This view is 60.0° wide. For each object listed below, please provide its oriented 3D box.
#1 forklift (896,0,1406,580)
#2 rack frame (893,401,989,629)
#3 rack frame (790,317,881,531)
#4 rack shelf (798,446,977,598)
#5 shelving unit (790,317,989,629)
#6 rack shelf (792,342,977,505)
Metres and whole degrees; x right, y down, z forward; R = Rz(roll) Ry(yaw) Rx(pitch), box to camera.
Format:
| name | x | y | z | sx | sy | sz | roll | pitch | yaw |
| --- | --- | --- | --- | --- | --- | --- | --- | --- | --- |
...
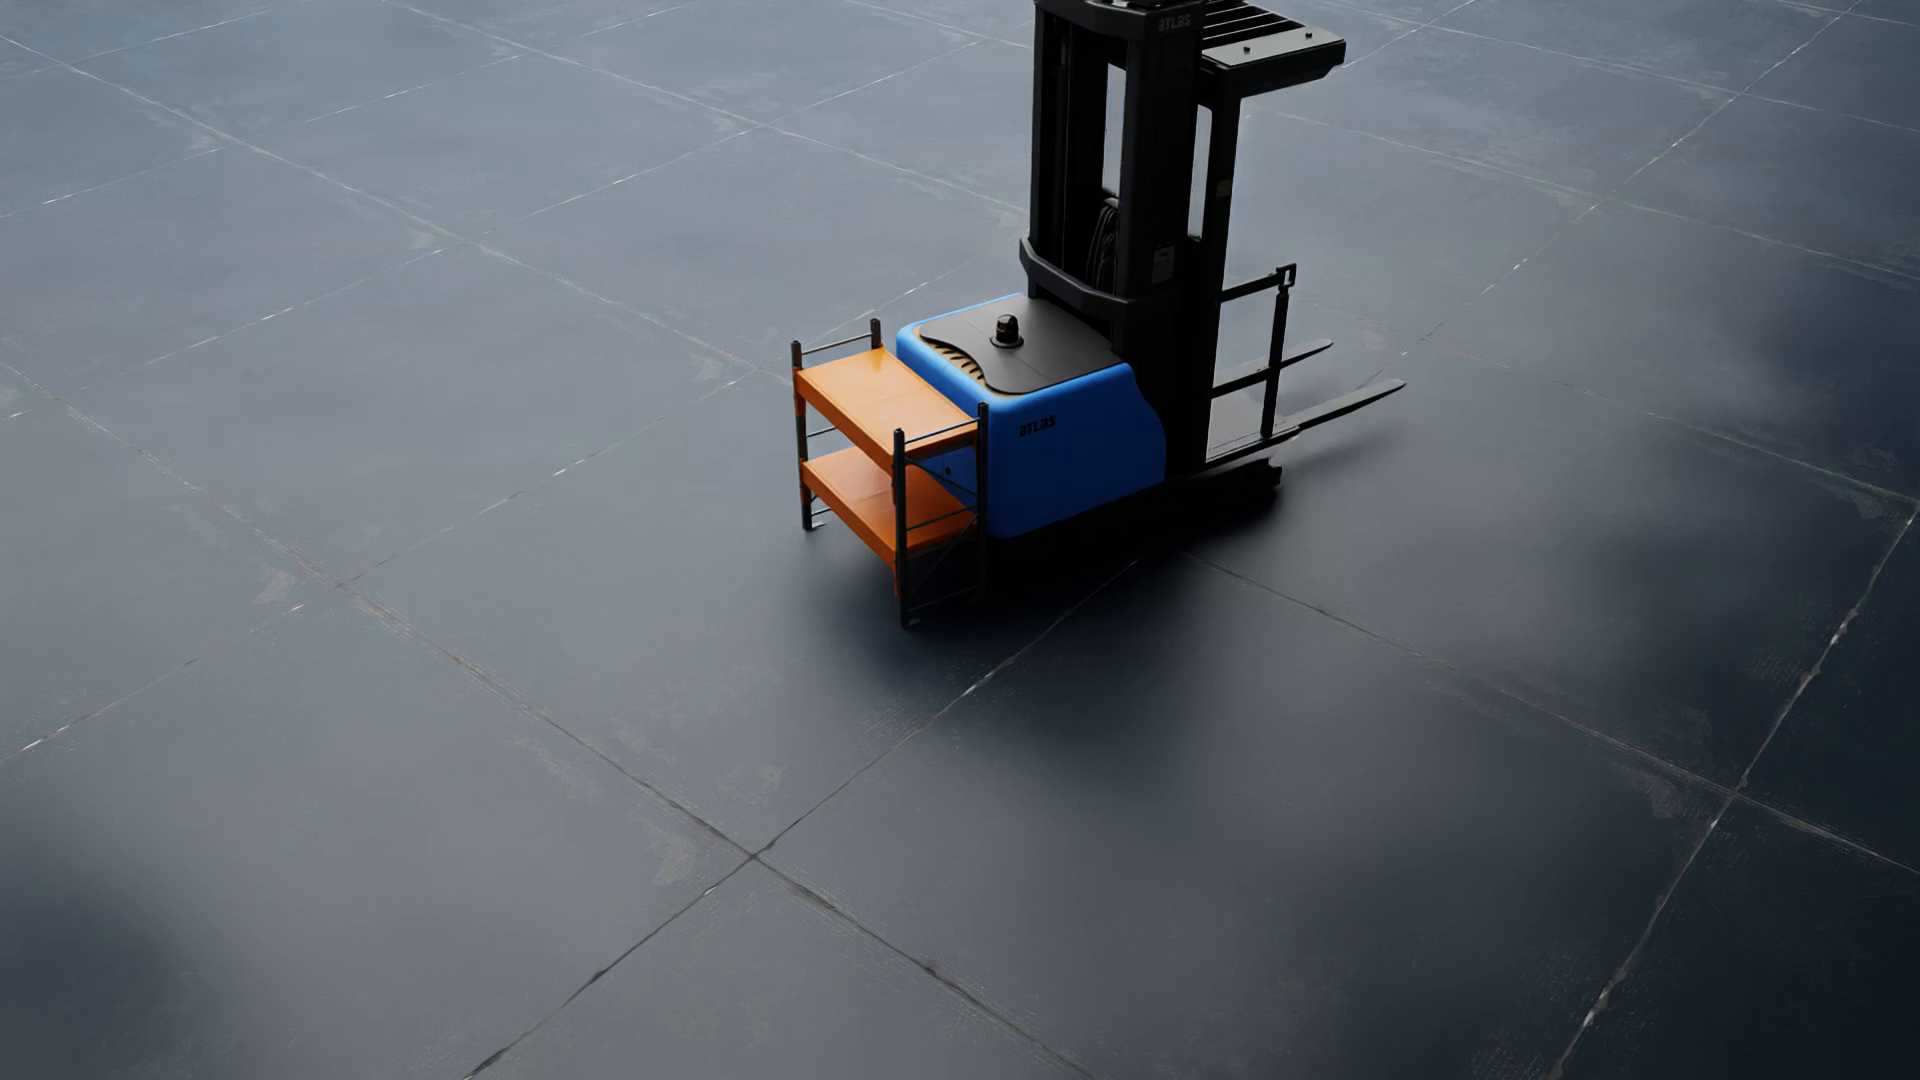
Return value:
| name | x | y | z | sx | sy | sz | roll | pitch | yaw |
| --- | --- | --- | --- | --- | --- | --- | --- | --- | --- |
| forklift | 1.172 | -1.639 | 8.629 | 3.031 | 2.935 | 1.130 | -20 | 39 | -27 |
| rack frame | -0.086 | -0.106 | 7.993 | 0.500 | 1.125 | 0.032 | -20 | 39 | -26 |
| rack frame | -0.626 | -0.594 | 8.703 | 0.500 | 1.125 | 0.032 | -20 | 39 | -26 |
| rack shelf | -0.356 | -0.149 | 8.487 | 0.538 | 0.278 | 1.000 | -20 | 39 | -26 |
| shelving unit | -0.356 | -0.350 | 8.348 | 0.538 | 1.125 | 1.048 | -20 | 39 | -26 |
| rack shelf | -0.356 | -0.591 | 8.183 | 0.538 | 0.278 | 1.000 | -20 | 39 | -26 |
